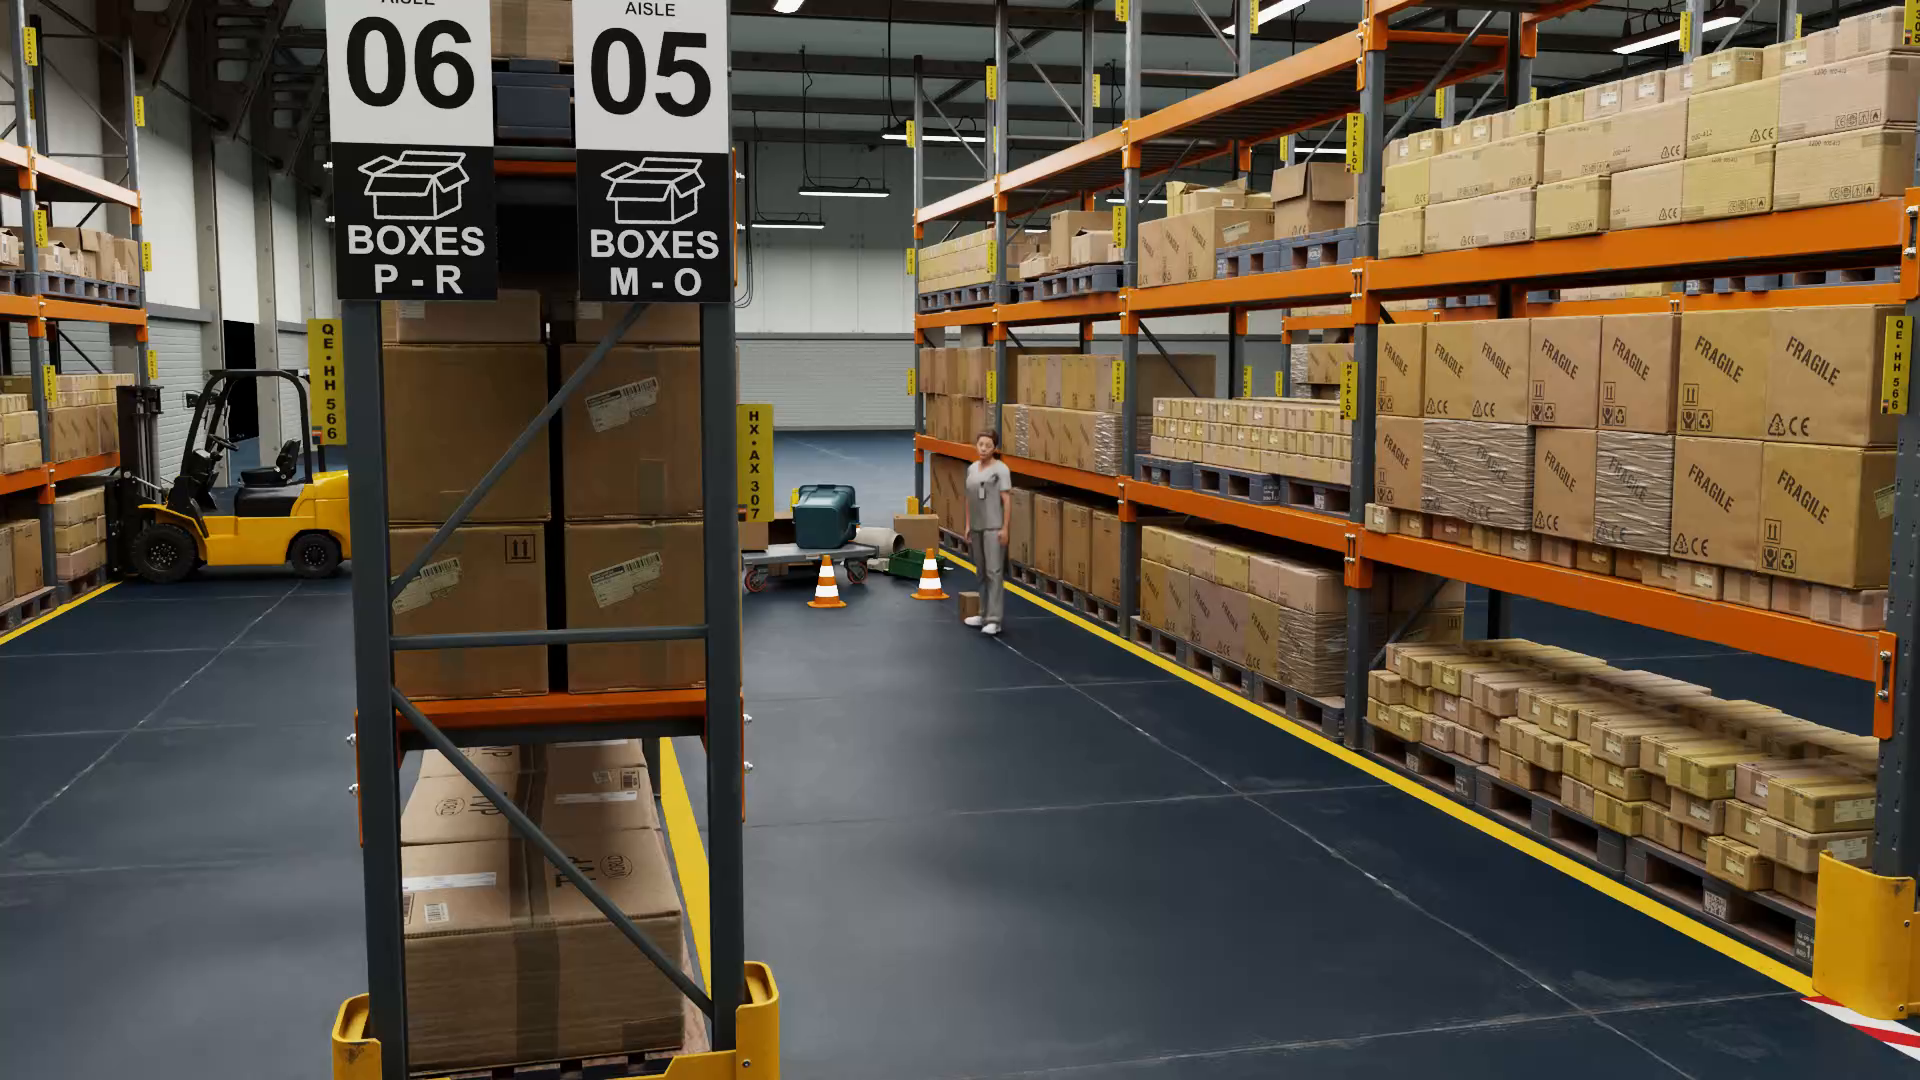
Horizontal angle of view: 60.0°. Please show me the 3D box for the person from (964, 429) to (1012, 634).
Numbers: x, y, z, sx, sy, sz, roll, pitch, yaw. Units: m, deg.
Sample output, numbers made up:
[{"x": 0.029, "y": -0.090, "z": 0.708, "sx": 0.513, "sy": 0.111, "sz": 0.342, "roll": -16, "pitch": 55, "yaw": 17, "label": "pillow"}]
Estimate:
[{"x": 0.209, "y": -0.085, "z": 13.763, "sx": 0.496, "sy": 1.669, "sz": 0.519, "roll": -6, "pitch": 9, "yaw": -43, "label": "person"}]
